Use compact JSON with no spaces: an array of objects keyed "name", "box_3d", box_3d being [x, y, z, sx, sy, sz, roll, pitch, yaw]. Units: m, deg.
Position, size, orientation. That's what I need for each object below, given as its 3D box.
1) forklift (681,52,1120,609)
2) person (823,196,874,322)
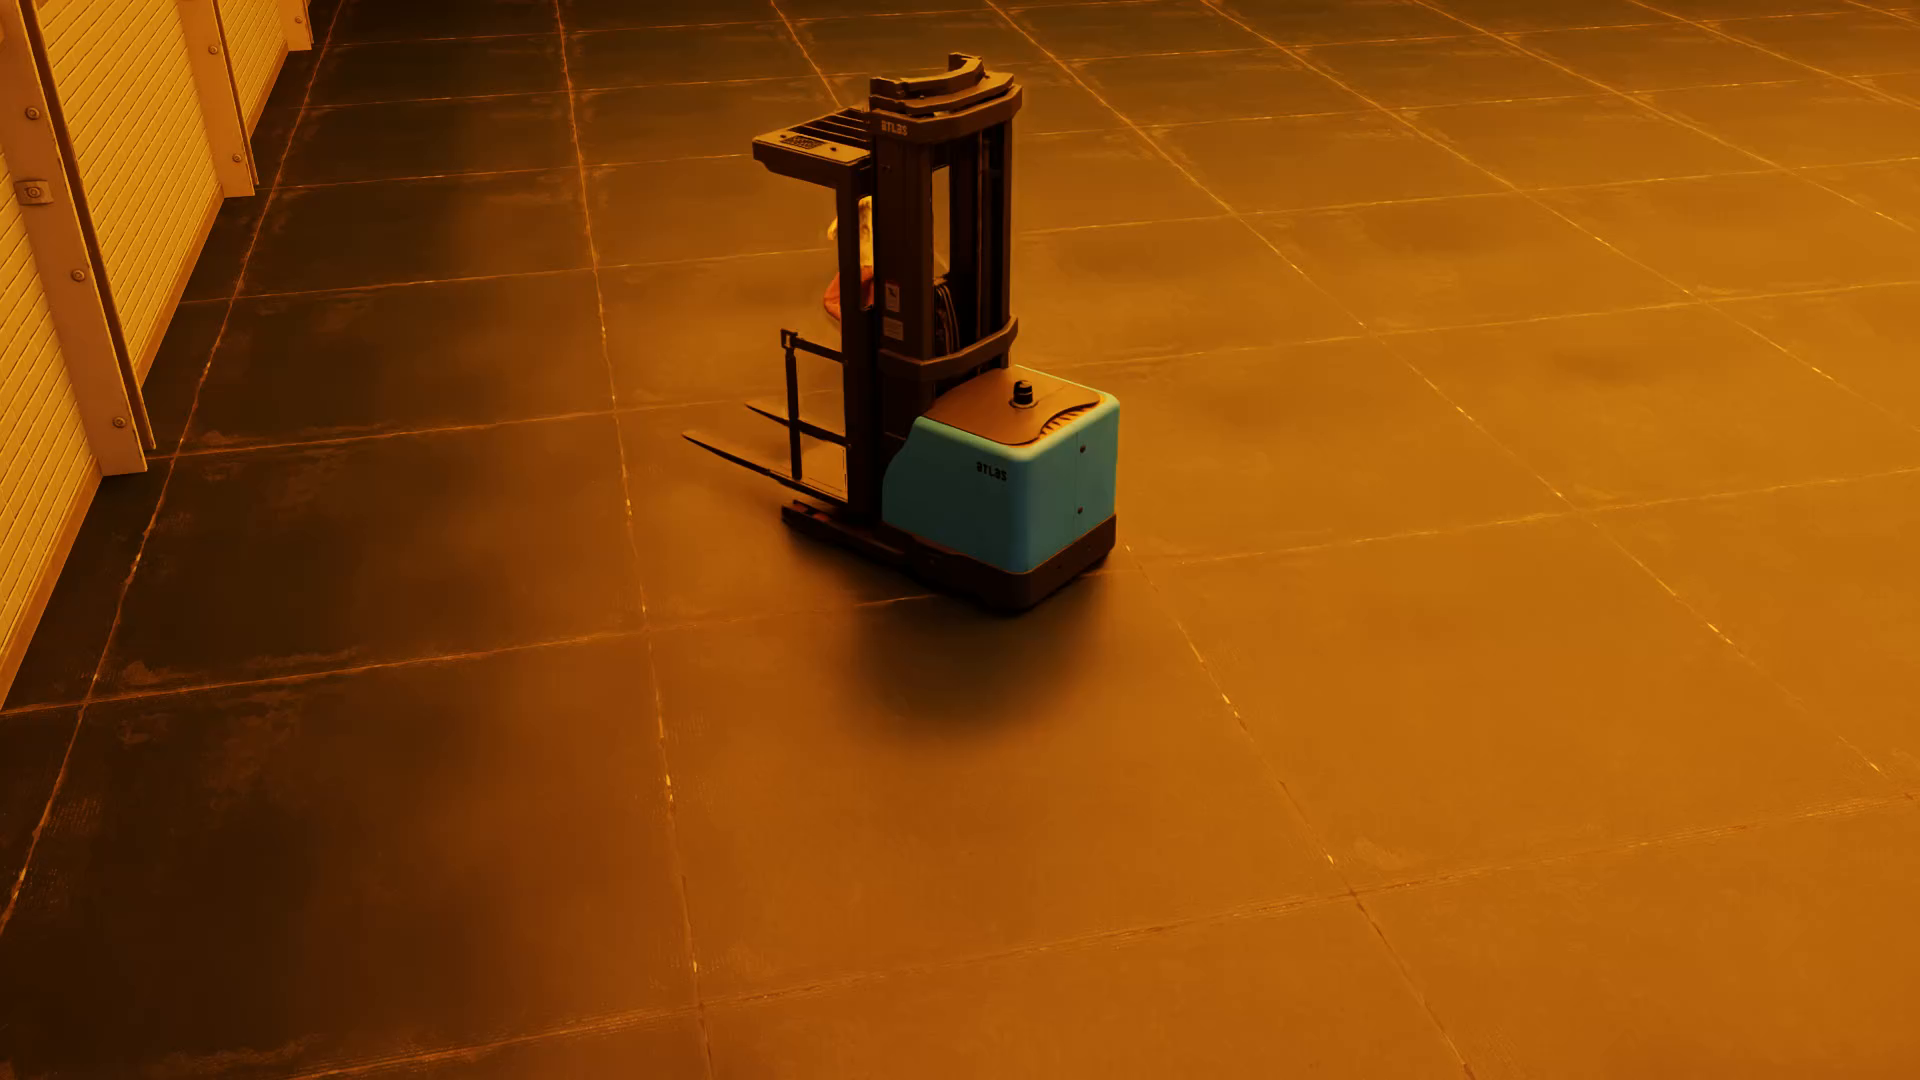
[{"name":"forklift","box_3d":[-0.508,-1.458,10.094,3.031,2.935,1.130,22,36,33]},{"name":"person","box_3d":[-0.772,-2.151,12.800,0.712,1.419,1.069,20,36,31]}]
